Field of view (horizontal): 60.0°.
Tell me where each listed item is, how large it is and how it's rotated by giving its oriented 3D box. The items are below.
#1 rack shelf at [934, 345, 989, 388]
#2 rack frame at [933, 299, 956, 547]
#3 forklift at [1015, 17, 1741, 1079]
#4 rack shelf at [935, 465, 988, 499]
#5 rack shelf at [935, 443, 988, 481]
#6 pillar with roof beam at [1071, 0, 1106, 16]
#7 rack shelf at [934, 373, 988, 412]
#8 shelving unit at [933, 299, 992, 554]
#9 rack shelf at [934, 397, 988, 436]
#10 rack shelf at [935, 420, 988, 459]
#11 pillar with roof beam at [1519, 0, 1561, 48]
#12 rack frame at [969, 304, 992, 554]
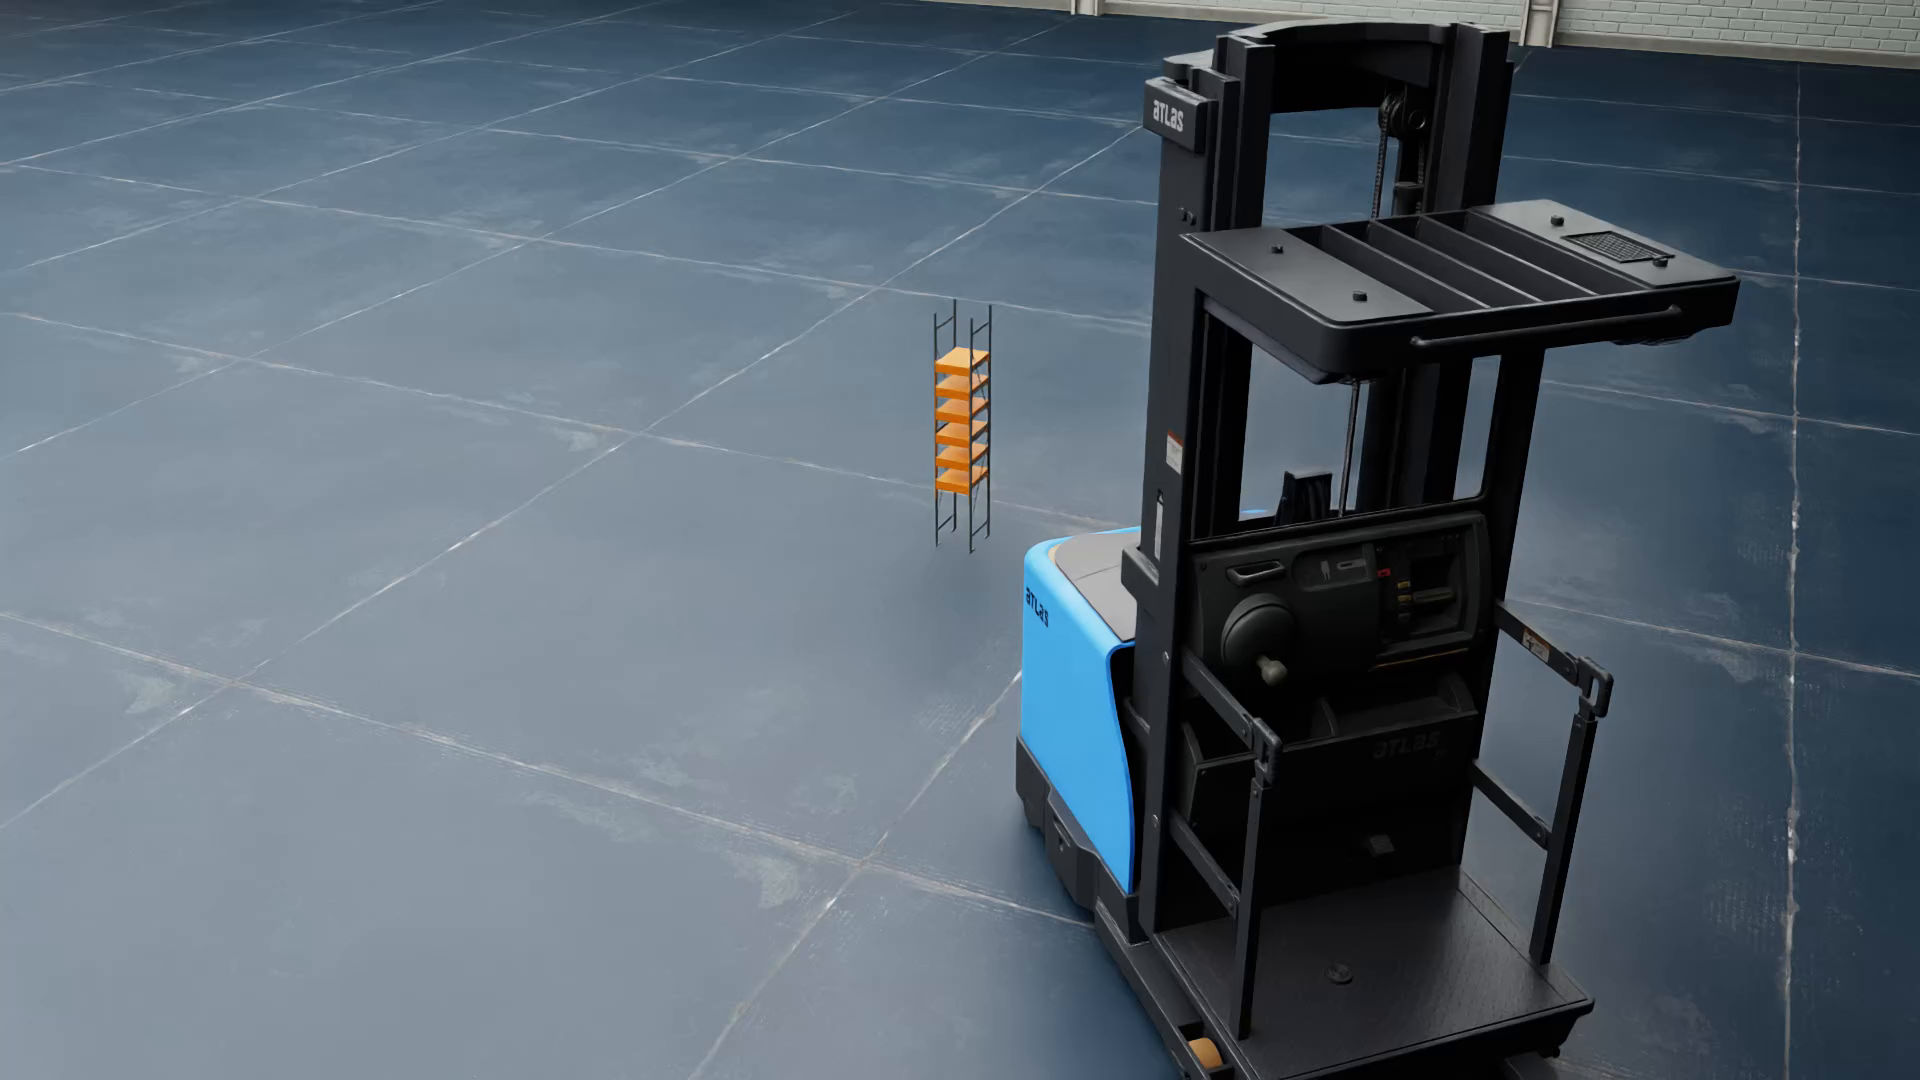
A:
[{"bbox_3d":[0.013,-0.819,7.840,0.180,0.103,0.258,11,28,22],"label":"rack shelf"},{"bbox_3d":[-0.070,-0.552,8.014,0.006,1.200,0.240,11,28,22],"label":"rack frame"},{"bbox_3d":[1.160,0.205,4.516,1.130,2.935,3.031,-8,27,-17],"label":"forklift"},{"bbox_3d":[0.013,-0.280,8.105,0.180,0.103,0.258,11,28,22],"label":"rack shelf"},{"bbox_3d":[0.013,-0.388,8.052,0.180,0.103,0.258,11,28,22],"label":"rack shelf"},{"bbox_3d":[-0.003,-9.621,17.603,0.400,9.000,9.100,11,28,22],"label":"pillar with roof beam"},{"bbox_3d":[0.013,-0.711,7.893,0.180,0.103,0.258,11,28,22],"label":"rack shelf"},{"bbox_3d":[0.013,-0.536,7.980,0.189,1.200,0.258,11,28,22],"label":"shelving unit"},{"bbox_3d":[0.013,-0.603,7.946,0.180,0.103,0.258,11,28,22],"label":"rack shelf"},{"bbox_3d":[0.013,-0.496,7.999,0.180,0.103,0.258,11,28,22],"label":"rack shelf"},{"bbox_3d":[5.459,-8.524,15.375,0.400,9.000,9.100,11,28,22],"label":"pillar with roof beam"},{"bbox_3d":[0.096,-0.519,7.946,0.006,1.200,0.240,11,28,22],"label":"rack frame"}]
